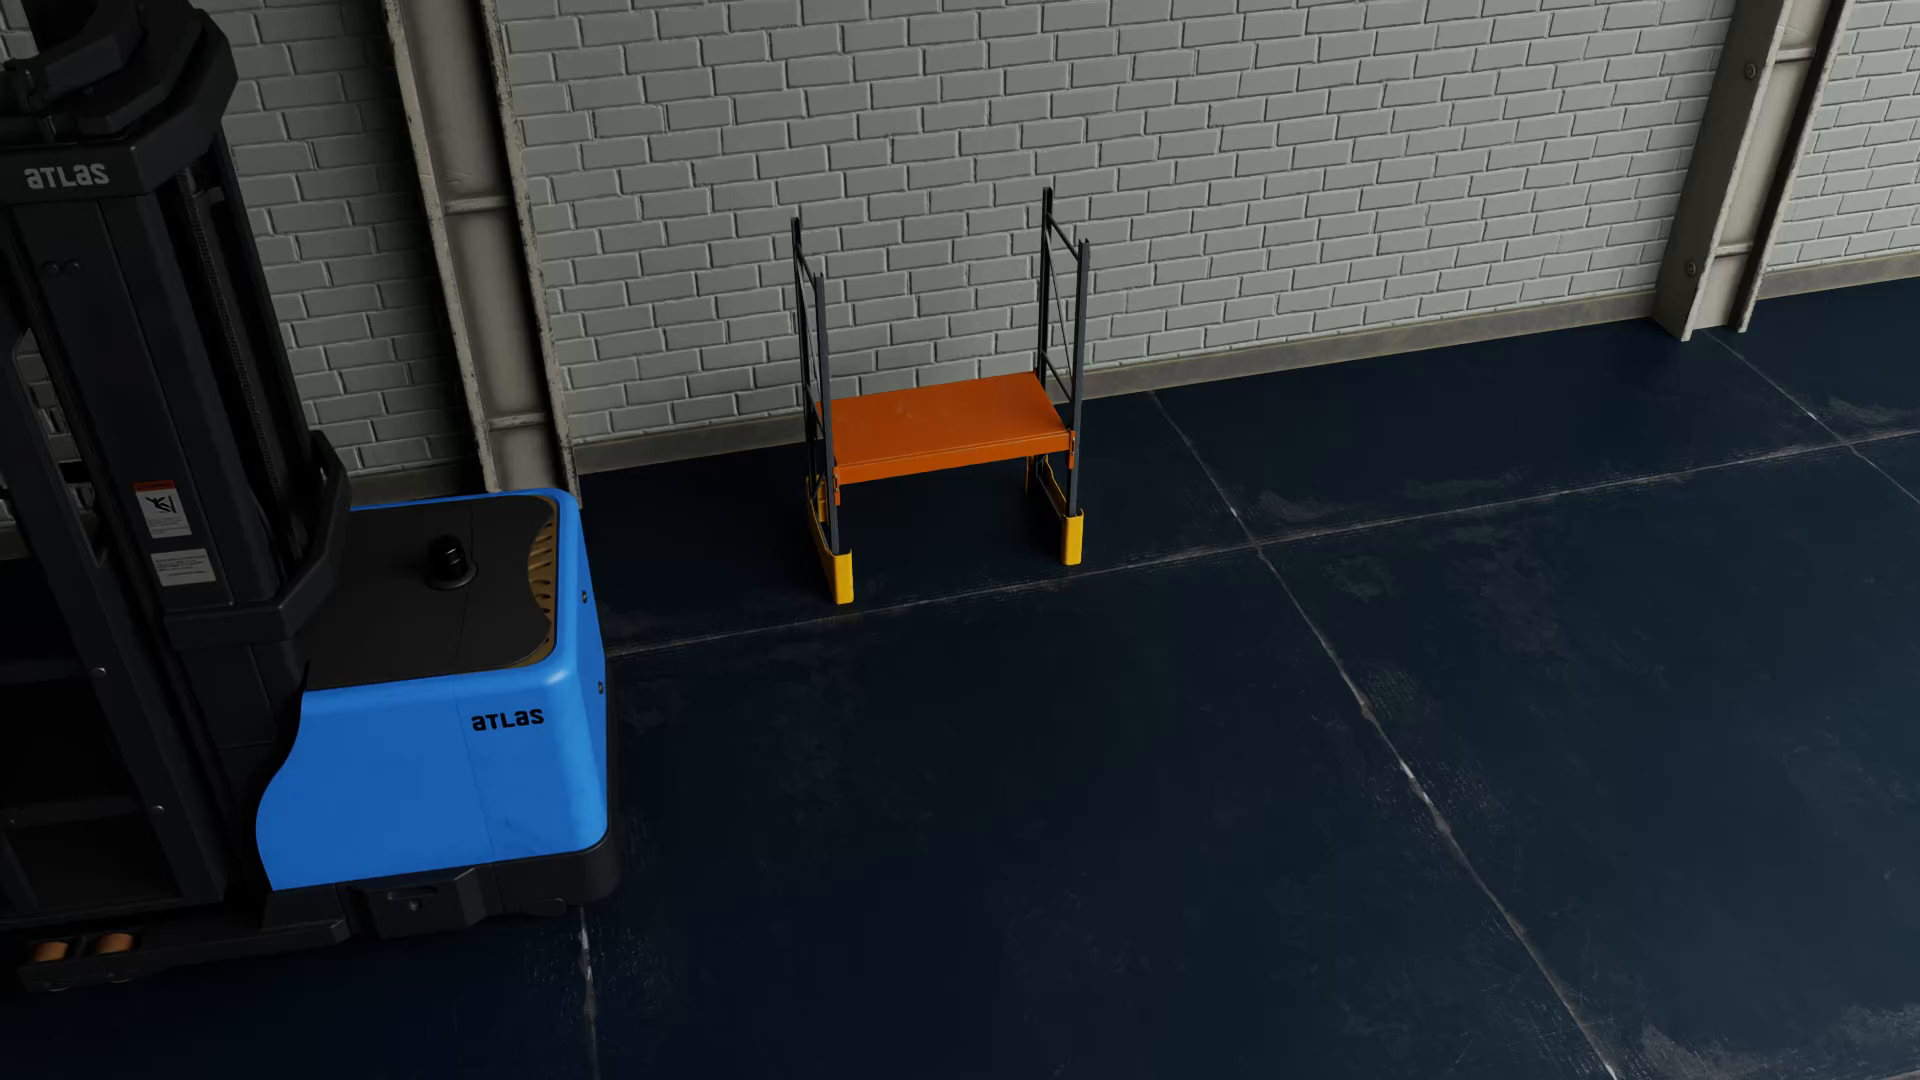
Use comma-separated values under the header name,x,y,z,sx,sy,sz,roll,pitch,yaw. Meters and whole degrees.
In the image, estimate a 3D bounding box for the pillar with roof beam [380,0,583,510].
name,x,y,z,sx,sy,sz,roll,pitch,yaw
pillar with roof beam,-0.796,-1.246,1.473,0.400,9.000,9.100,-9,38,-12

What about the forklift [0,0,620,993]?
name,x,y,z,sx,sy,sz,roll,pitch,yaw
forklift,-2.719,-0.060,4.916,3.031,2.935,1.130,-6,38,-8

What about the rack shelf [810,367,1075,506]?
name,x,y,z,sx,sy,sz,roll,pitch,yaw
rack shelf,-0.082,-0.439,6.886,1.000,0.185,0.538,-9,38,-12

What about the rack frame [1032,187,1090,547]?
name,x,y,z,sx,sy,sz,roll,pitch,yaw
rack frame,0.408,-0.663,6.882,0.032,1.500,0.500,-9,38,-12

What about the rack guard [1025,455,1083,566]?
name,x,y,z,sx,sy,sz,roll,pitch,yaw
rack guard,0.407,-0.166,7.261,0.087,0.250,0.587,-9,38,-12

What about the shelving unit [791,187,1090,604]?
name,x,y,z,sx,sy,sz,roll,pitch,yaw
shelving unit,-0.074,-0.584,6.779,1.083,1.500,0.587,-9,38,-12

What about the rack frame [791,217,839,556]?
name,x,y,z,sx,sy,sz,roll,pitch,yaw
rack frame,-0.573,-0.502,6.671,0.032,1.500,0.500,-9,38,-12

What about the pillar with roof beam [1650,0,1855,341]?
name,x,y,z,sx,sy,sz,roll,pitch,yaw
pillar with roof beam,4.997,-2.197,2.715,0.400,9.000,9.100,-9,38,-12

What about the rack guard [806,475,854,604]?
name,x,y,z,sx,sy,sz,roll,pitch,yaw
rack guard,-0.554,-0.008,7.055,0.087,0.250,0.587,-9,38,-12
